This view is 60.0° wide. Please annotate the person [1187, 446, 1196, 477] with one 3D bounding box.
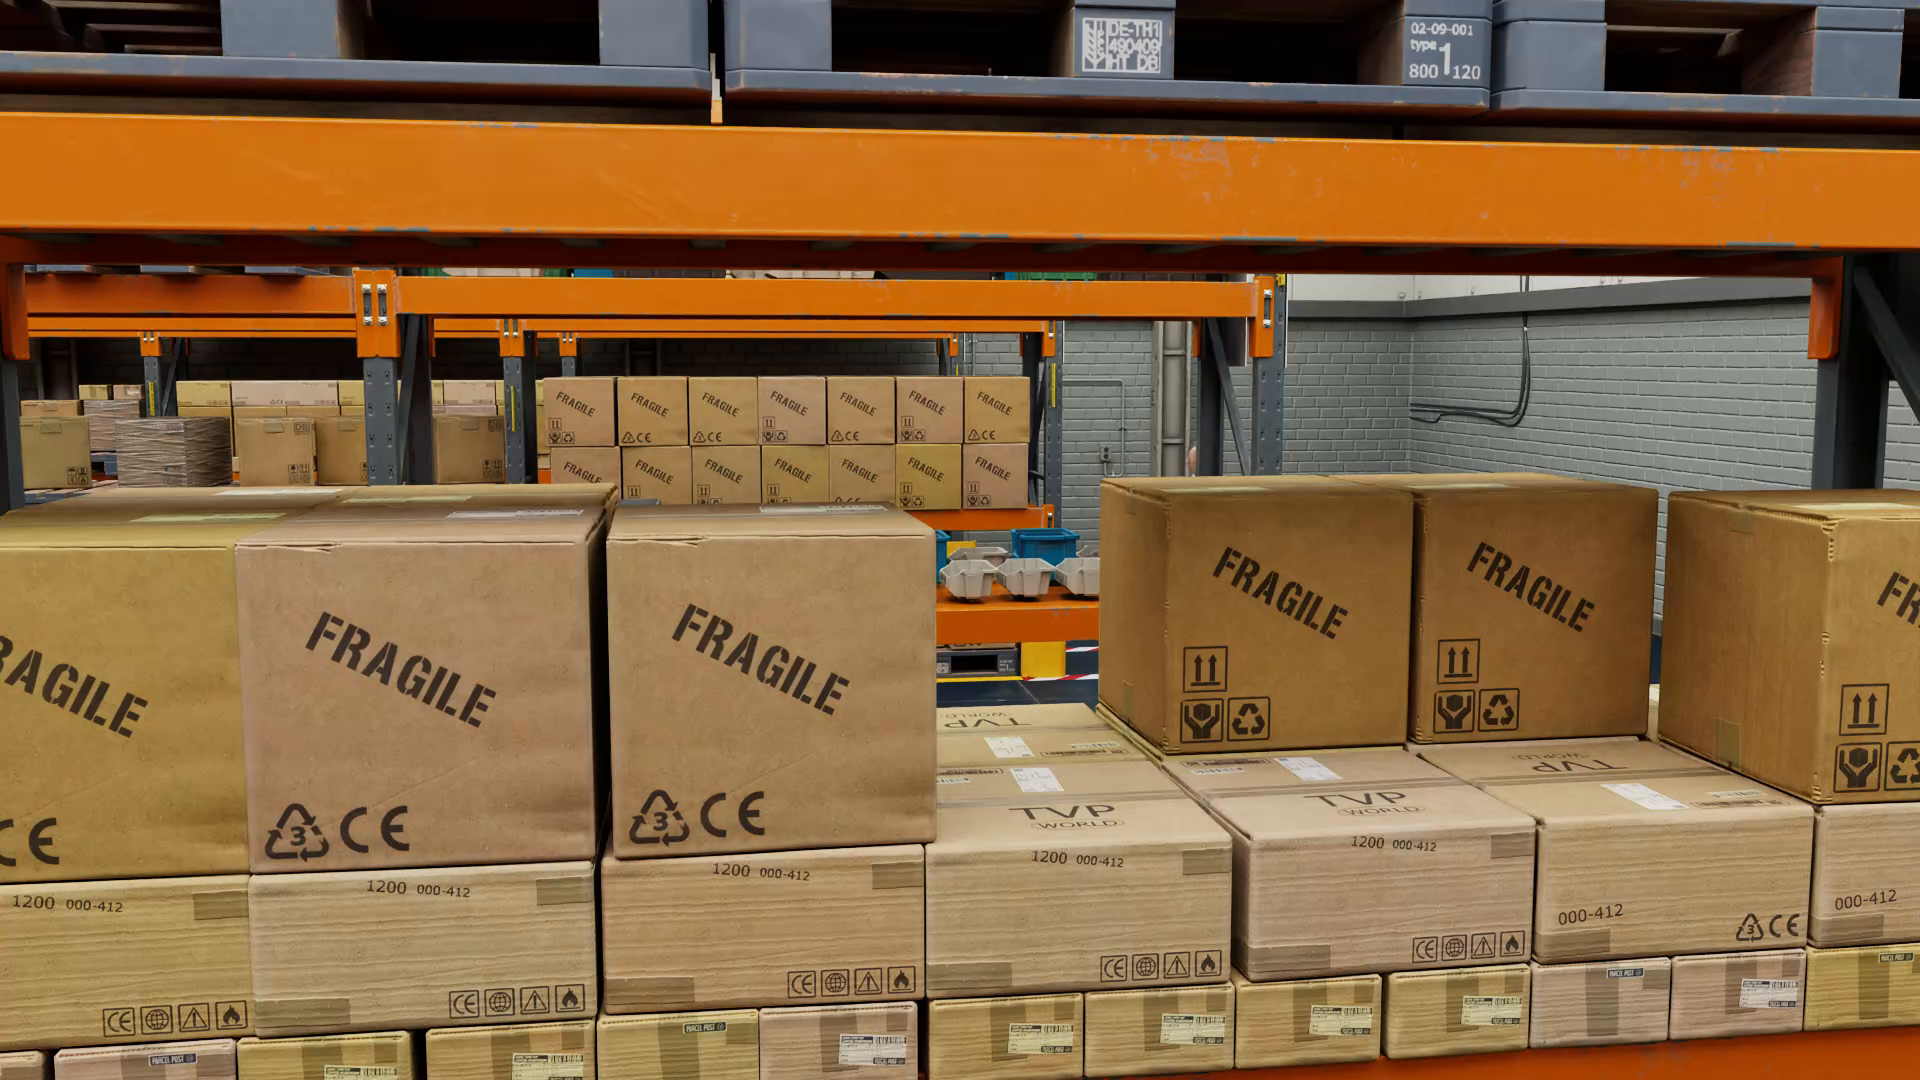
[{"bbox_3d":[1.932,0.130,13.065,0.628,1.749,0.941,-1,6,-6],"label":"person"}]
